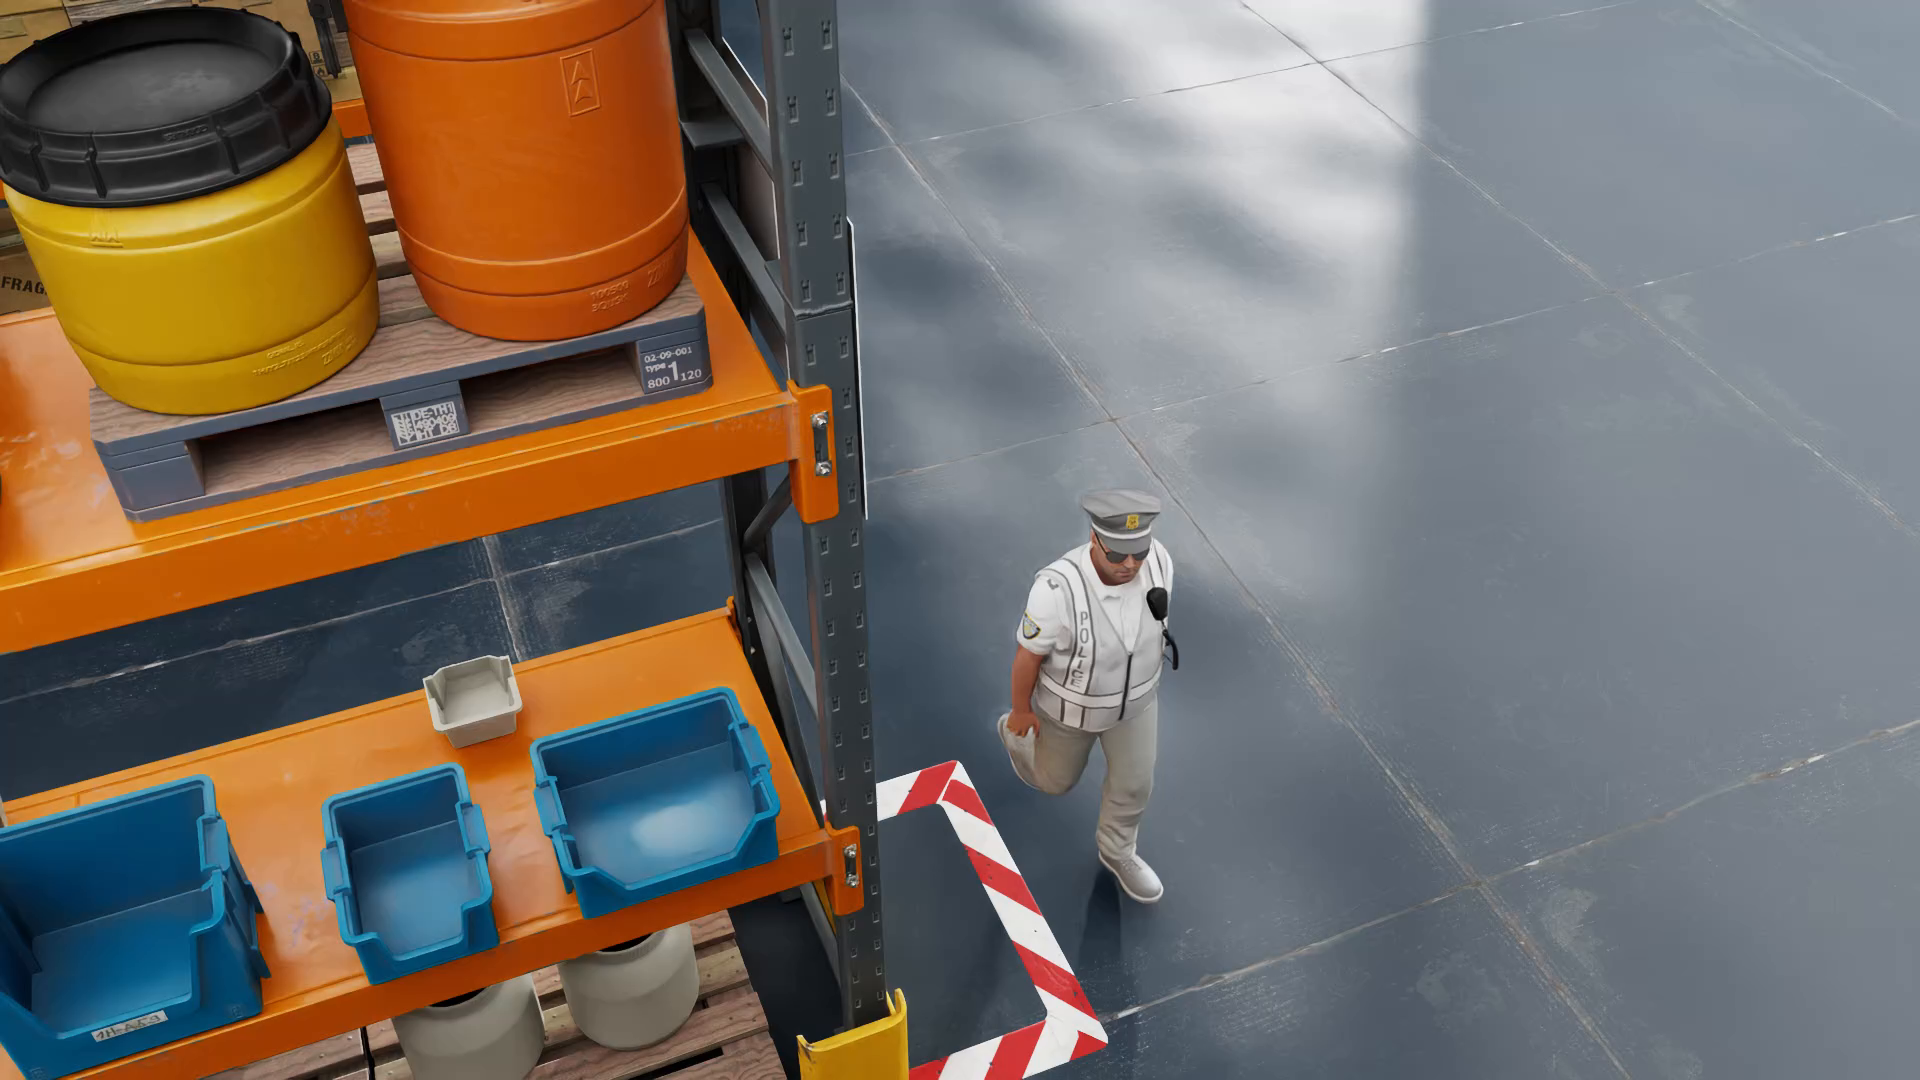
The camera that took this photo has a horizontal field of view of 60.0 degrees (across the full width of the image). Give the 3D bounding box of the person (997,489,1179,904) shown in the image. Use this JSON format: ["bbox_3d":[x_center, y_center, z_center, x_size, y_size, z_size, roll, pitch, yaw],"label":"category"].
[{"bbox_3d":[0.417,0.452,5.627,0.591,1.745,0.854,-16,44,-17],"label":"person"}]
